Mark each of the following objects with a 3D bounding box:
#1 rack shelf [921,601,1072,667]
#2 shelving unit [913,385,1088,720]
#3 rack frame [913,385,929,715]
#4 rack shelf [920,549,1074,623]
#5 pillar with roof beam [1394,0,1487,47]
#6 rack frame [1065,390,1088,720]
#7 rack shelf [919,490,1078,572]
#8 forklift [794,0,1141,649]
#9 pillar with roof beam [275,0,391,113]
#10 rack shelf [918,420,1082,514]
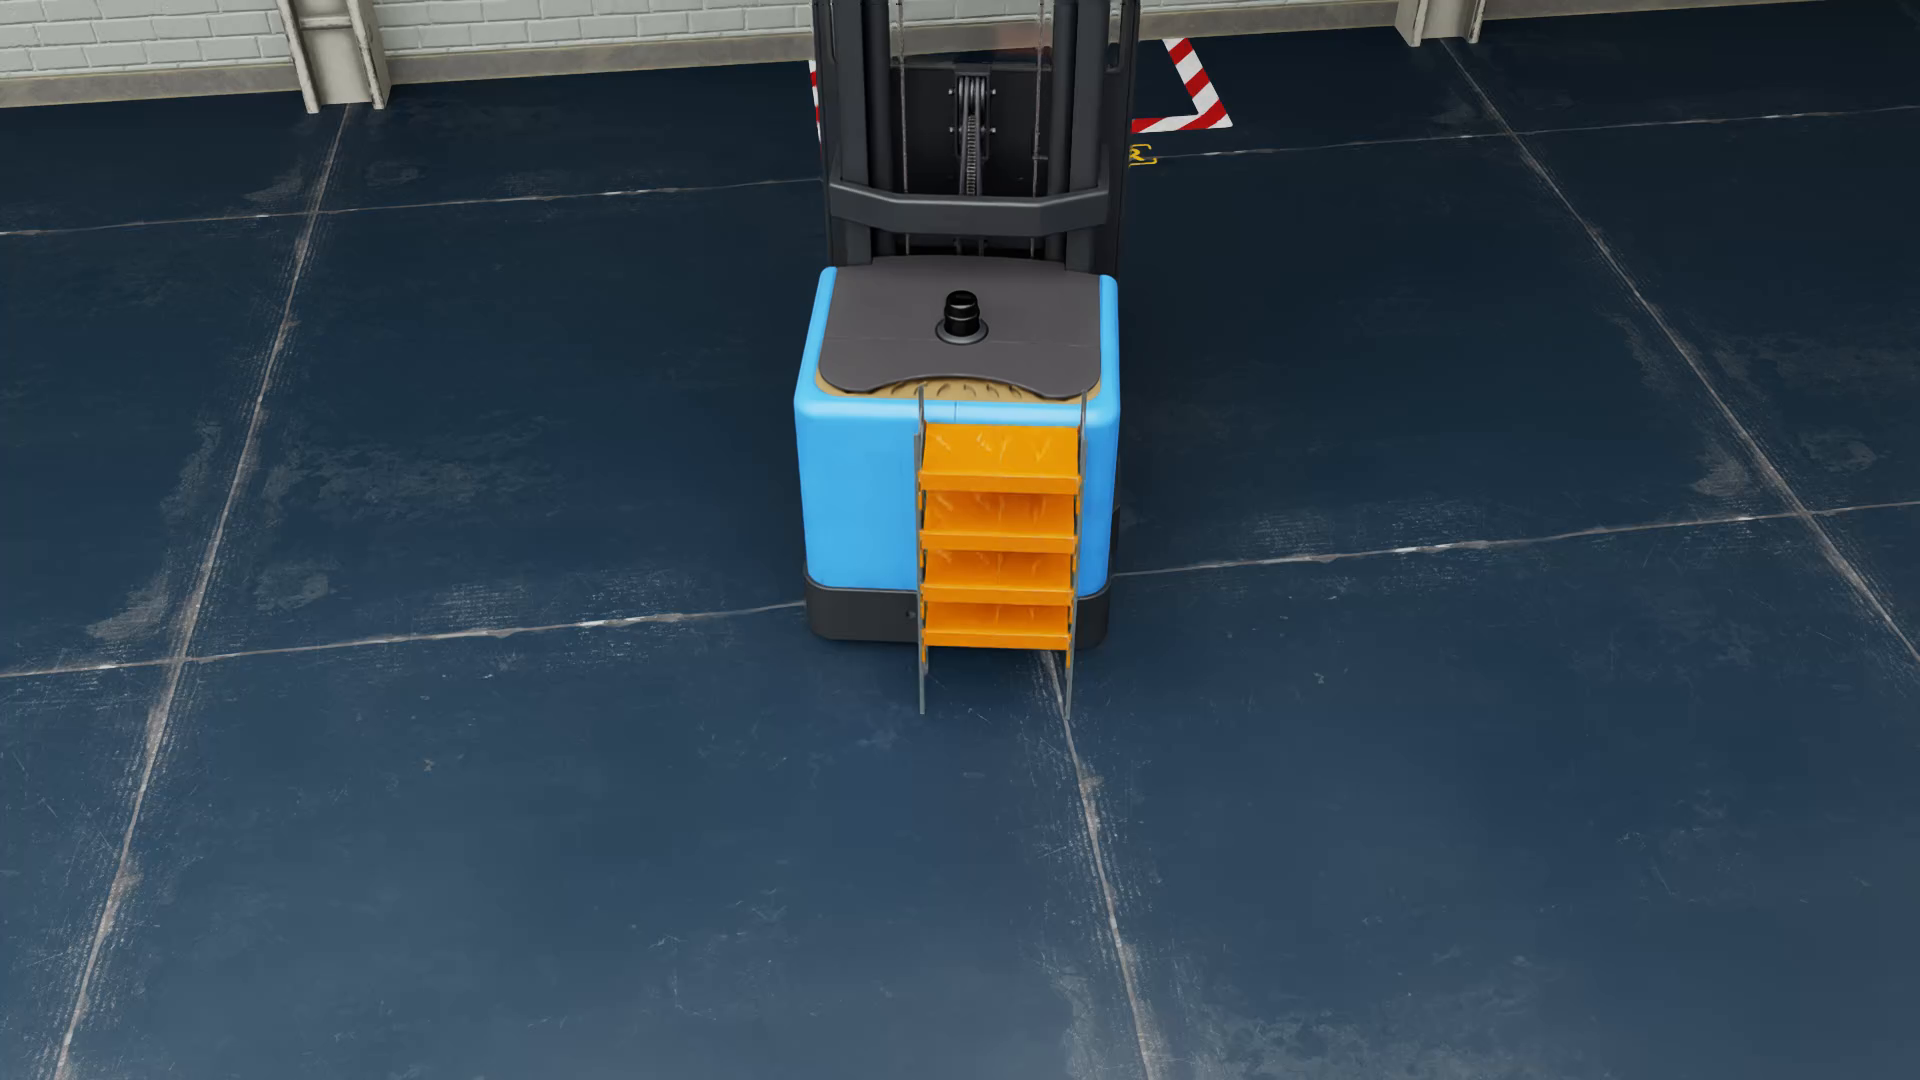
[{"bbox_3d":[0.122,0.267,5.455,0.480,0.148,0.258,2,42,2],"label":"rack shelf"},{"bbox_3d":[0.122,0.070,5.277,0.503,1.200,0.258,2,42,2],"label":"shelving unit"},{"bbox_3d":[-0.122,0.062,5.285,0.015,1.200,0.240,2,42,2],"label":"rack frame"},{"bbox_3d":[0.122,0.120,5.322,0.480,0.148,0.258,2,42,2],"label":"rack shelf"},{"bbox_3d":[3.257,-3.365,3.262,0.400,9.000,9.100,-5,42,-6],"label":"pillar with roof beam"},{"bbox_3d":[0.366,0.078,5.268,0.015,1.200,0.240,2,42,2],"label":"rack frame"},{"bbox_3d":[0.122,-0.046,5.172,0.480,0.148,0.258,2,42,2],"label":"rack shelf"},{"bbox_3d":[0.067,-1.688,5.933,1.130,2.935,3.031,2,42,2],"label":"forklift"},{"bbox_3d":[-2.693,-2.844,2.684,0.400,9.000,9.100,-5,42,-6],"label":"pillar with roof beam"},{"bbox_3d":[0.122,-0.222,5.013,0.480,0.148,0.258,2,42,2],"label":"rack shelf"}]
